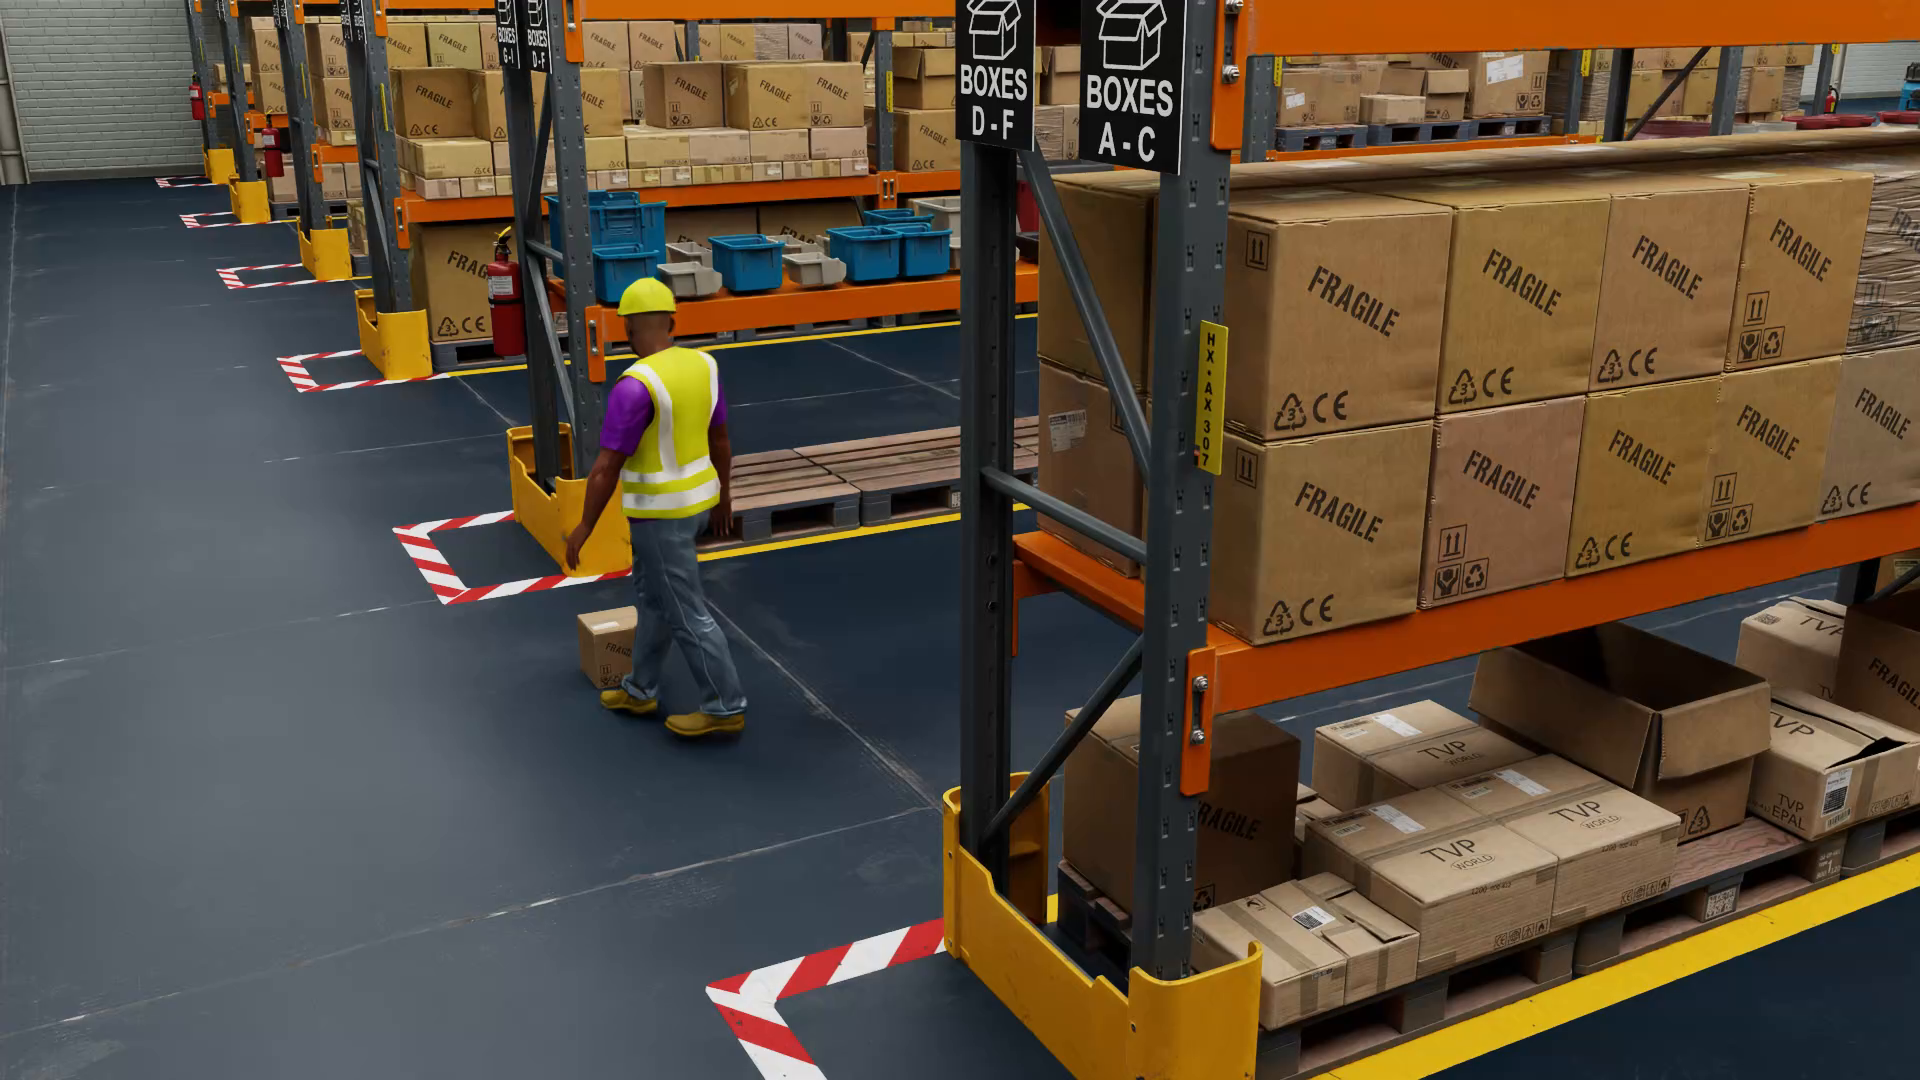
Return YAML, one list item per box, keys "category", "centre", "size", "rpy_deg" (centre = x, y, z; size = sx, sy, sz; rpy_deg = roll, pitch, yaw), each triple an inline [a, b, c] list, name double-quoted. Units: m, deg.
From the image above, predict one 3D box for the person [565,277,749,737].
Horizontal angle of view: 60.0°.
- category: "person"
  centre: [4.919, -1.554, 10.698]
  size: [9.469, 1.775, 13.240]
  rpy_deg: [6, 19, 17]
